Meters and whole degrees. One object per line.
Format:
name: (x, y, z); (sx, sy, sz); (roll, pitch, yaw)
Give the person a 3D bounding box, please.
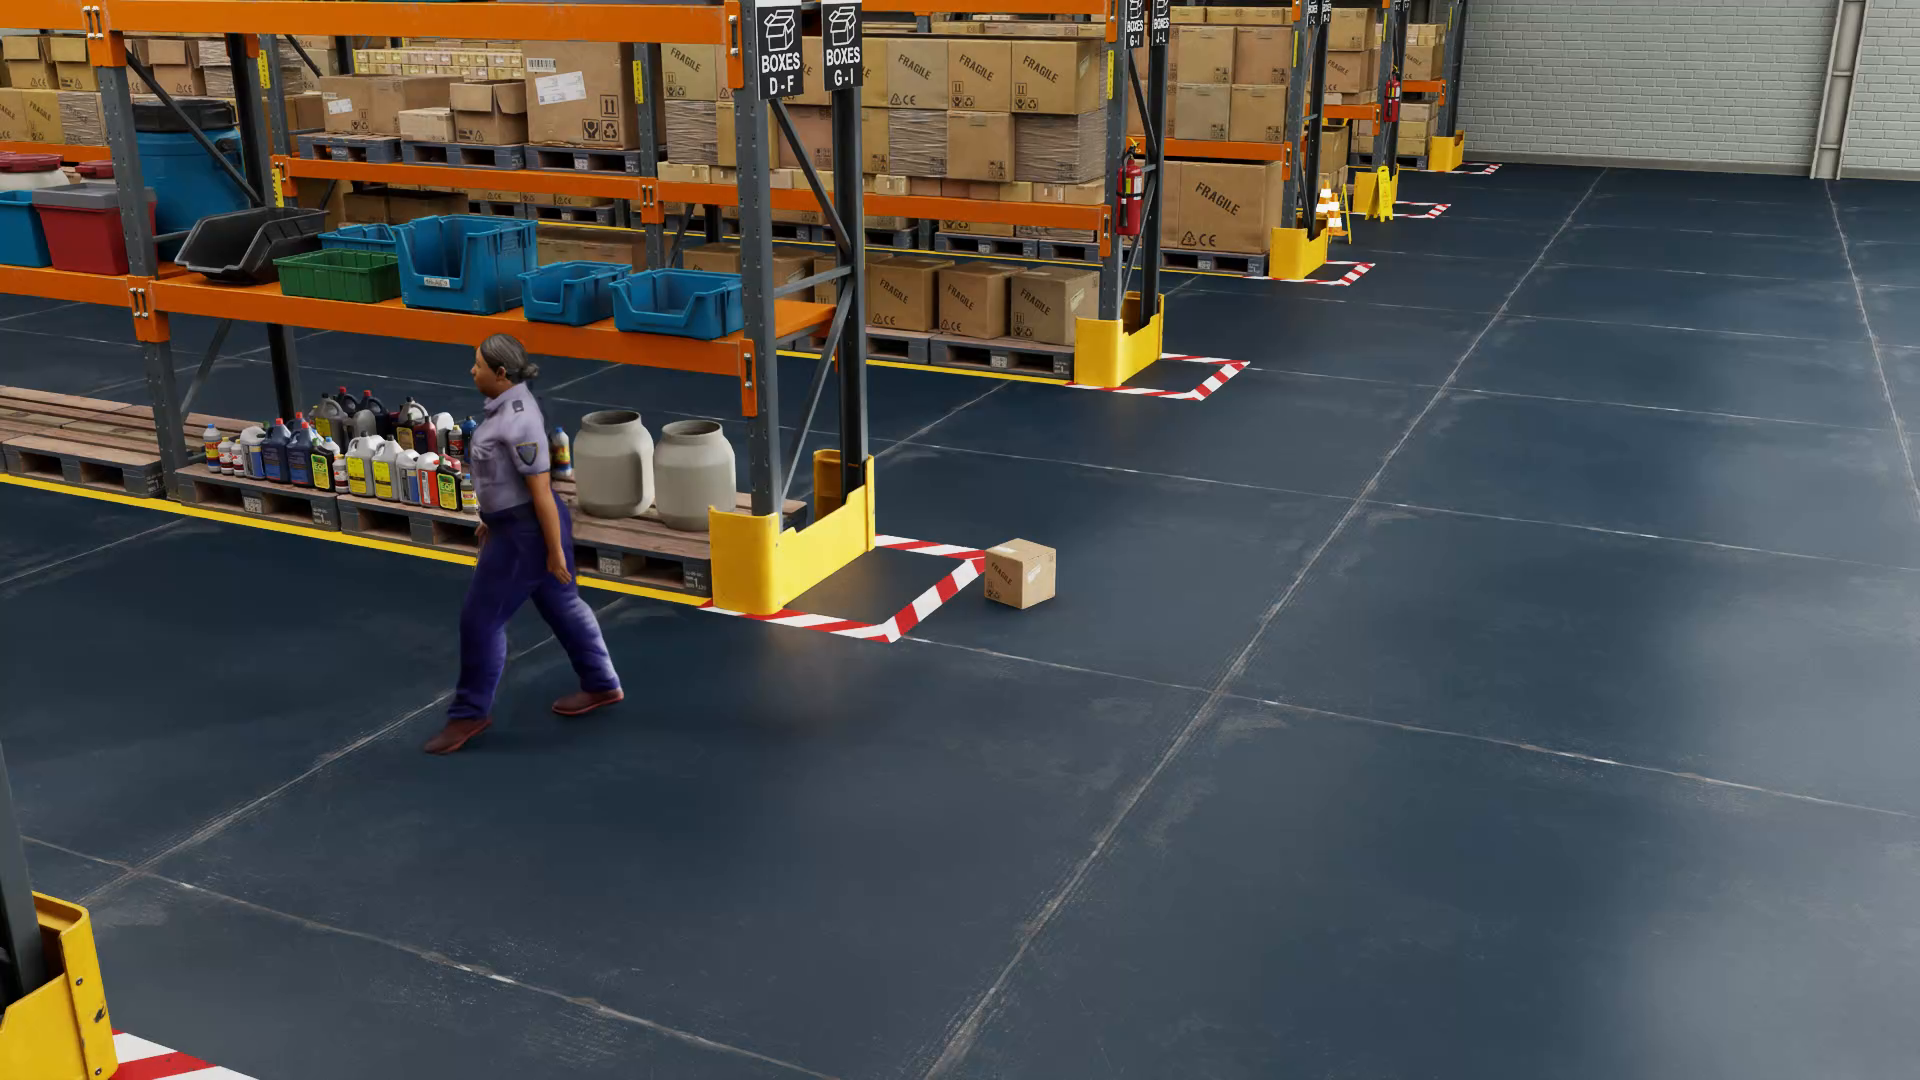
person: (-1.796, -0.005, 6.624); (0.807, 1.666, 0.518); (-4, 20, -12)
